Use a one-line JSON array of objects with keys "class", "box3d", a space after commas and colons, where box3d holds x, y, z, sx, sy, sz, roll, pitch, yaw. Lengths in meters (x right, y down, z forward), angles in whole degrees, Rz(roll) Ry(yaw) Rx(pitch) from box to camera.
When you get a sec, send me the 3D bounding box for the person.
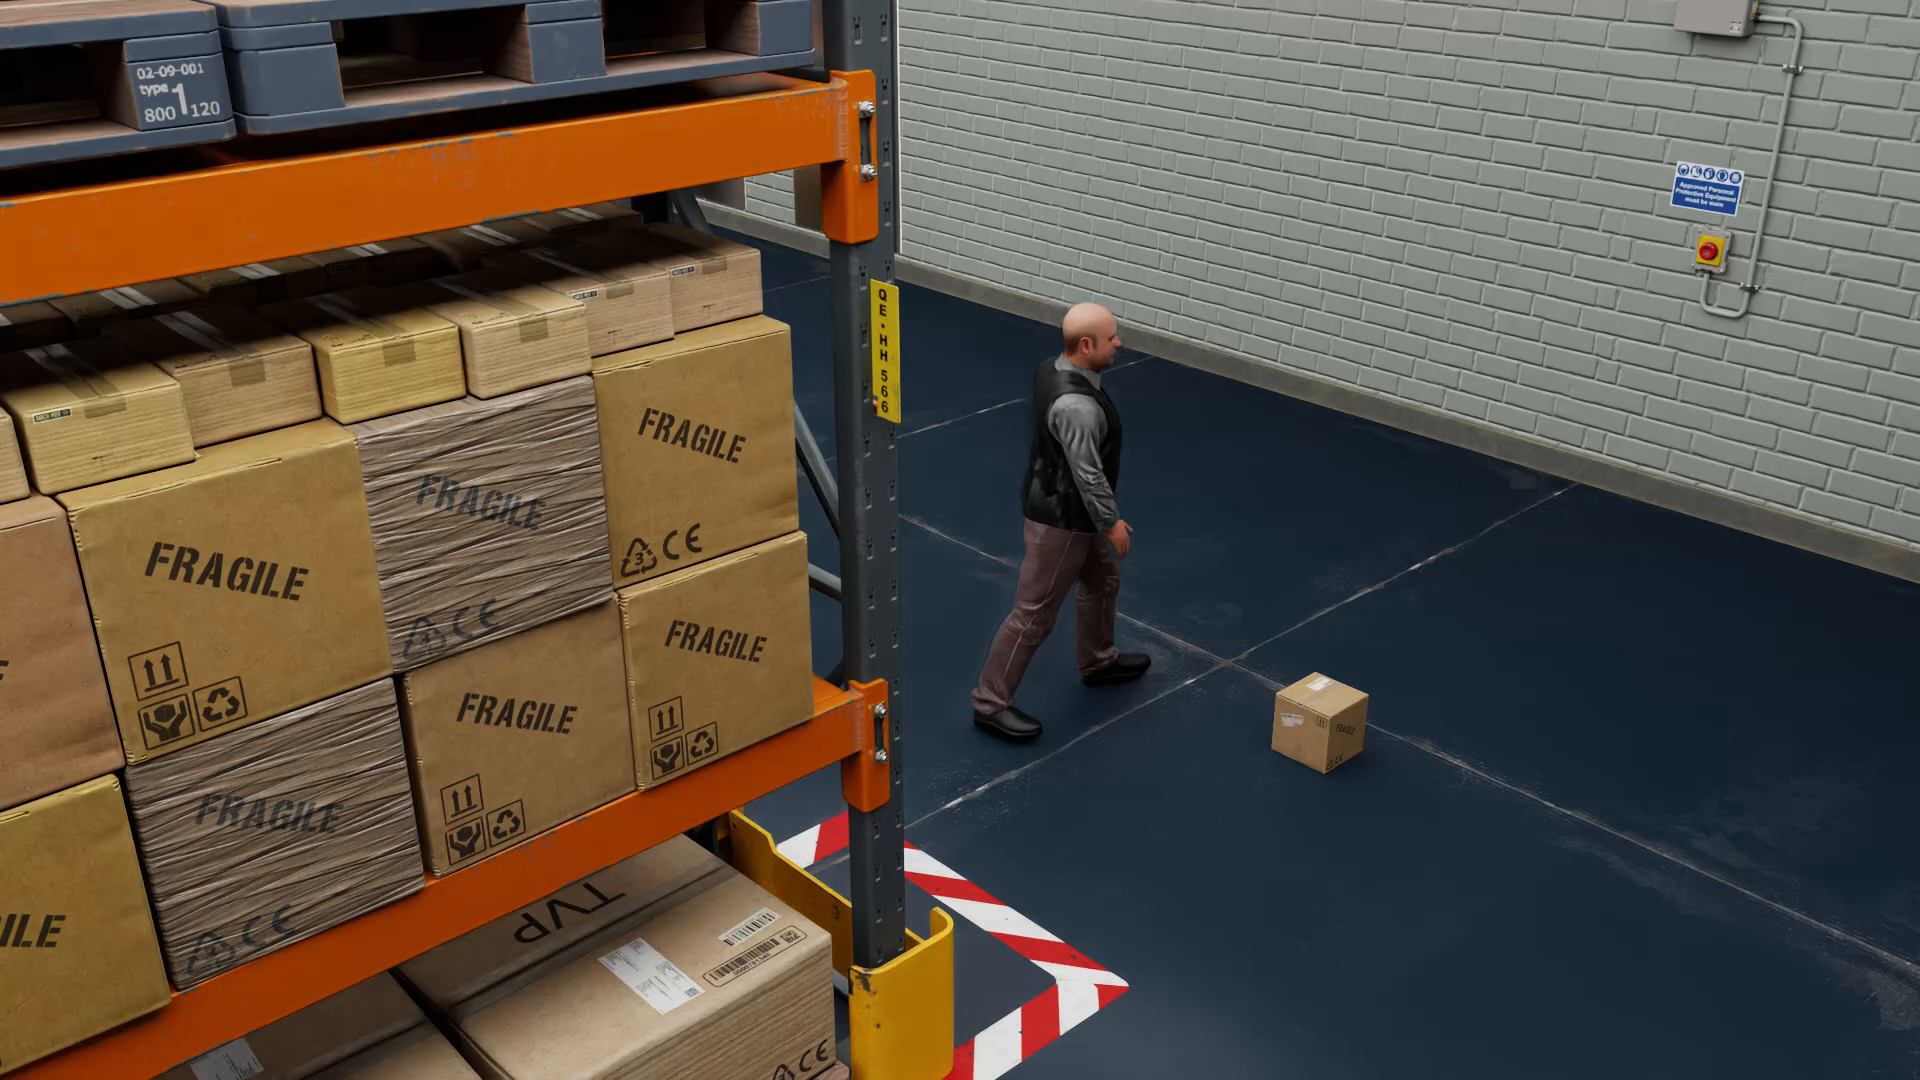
[{"class": "person", "box3d": [0.420, -0.103, 6.392, 0.757, 1.693, 0.632, 0, 24, 0]}]
